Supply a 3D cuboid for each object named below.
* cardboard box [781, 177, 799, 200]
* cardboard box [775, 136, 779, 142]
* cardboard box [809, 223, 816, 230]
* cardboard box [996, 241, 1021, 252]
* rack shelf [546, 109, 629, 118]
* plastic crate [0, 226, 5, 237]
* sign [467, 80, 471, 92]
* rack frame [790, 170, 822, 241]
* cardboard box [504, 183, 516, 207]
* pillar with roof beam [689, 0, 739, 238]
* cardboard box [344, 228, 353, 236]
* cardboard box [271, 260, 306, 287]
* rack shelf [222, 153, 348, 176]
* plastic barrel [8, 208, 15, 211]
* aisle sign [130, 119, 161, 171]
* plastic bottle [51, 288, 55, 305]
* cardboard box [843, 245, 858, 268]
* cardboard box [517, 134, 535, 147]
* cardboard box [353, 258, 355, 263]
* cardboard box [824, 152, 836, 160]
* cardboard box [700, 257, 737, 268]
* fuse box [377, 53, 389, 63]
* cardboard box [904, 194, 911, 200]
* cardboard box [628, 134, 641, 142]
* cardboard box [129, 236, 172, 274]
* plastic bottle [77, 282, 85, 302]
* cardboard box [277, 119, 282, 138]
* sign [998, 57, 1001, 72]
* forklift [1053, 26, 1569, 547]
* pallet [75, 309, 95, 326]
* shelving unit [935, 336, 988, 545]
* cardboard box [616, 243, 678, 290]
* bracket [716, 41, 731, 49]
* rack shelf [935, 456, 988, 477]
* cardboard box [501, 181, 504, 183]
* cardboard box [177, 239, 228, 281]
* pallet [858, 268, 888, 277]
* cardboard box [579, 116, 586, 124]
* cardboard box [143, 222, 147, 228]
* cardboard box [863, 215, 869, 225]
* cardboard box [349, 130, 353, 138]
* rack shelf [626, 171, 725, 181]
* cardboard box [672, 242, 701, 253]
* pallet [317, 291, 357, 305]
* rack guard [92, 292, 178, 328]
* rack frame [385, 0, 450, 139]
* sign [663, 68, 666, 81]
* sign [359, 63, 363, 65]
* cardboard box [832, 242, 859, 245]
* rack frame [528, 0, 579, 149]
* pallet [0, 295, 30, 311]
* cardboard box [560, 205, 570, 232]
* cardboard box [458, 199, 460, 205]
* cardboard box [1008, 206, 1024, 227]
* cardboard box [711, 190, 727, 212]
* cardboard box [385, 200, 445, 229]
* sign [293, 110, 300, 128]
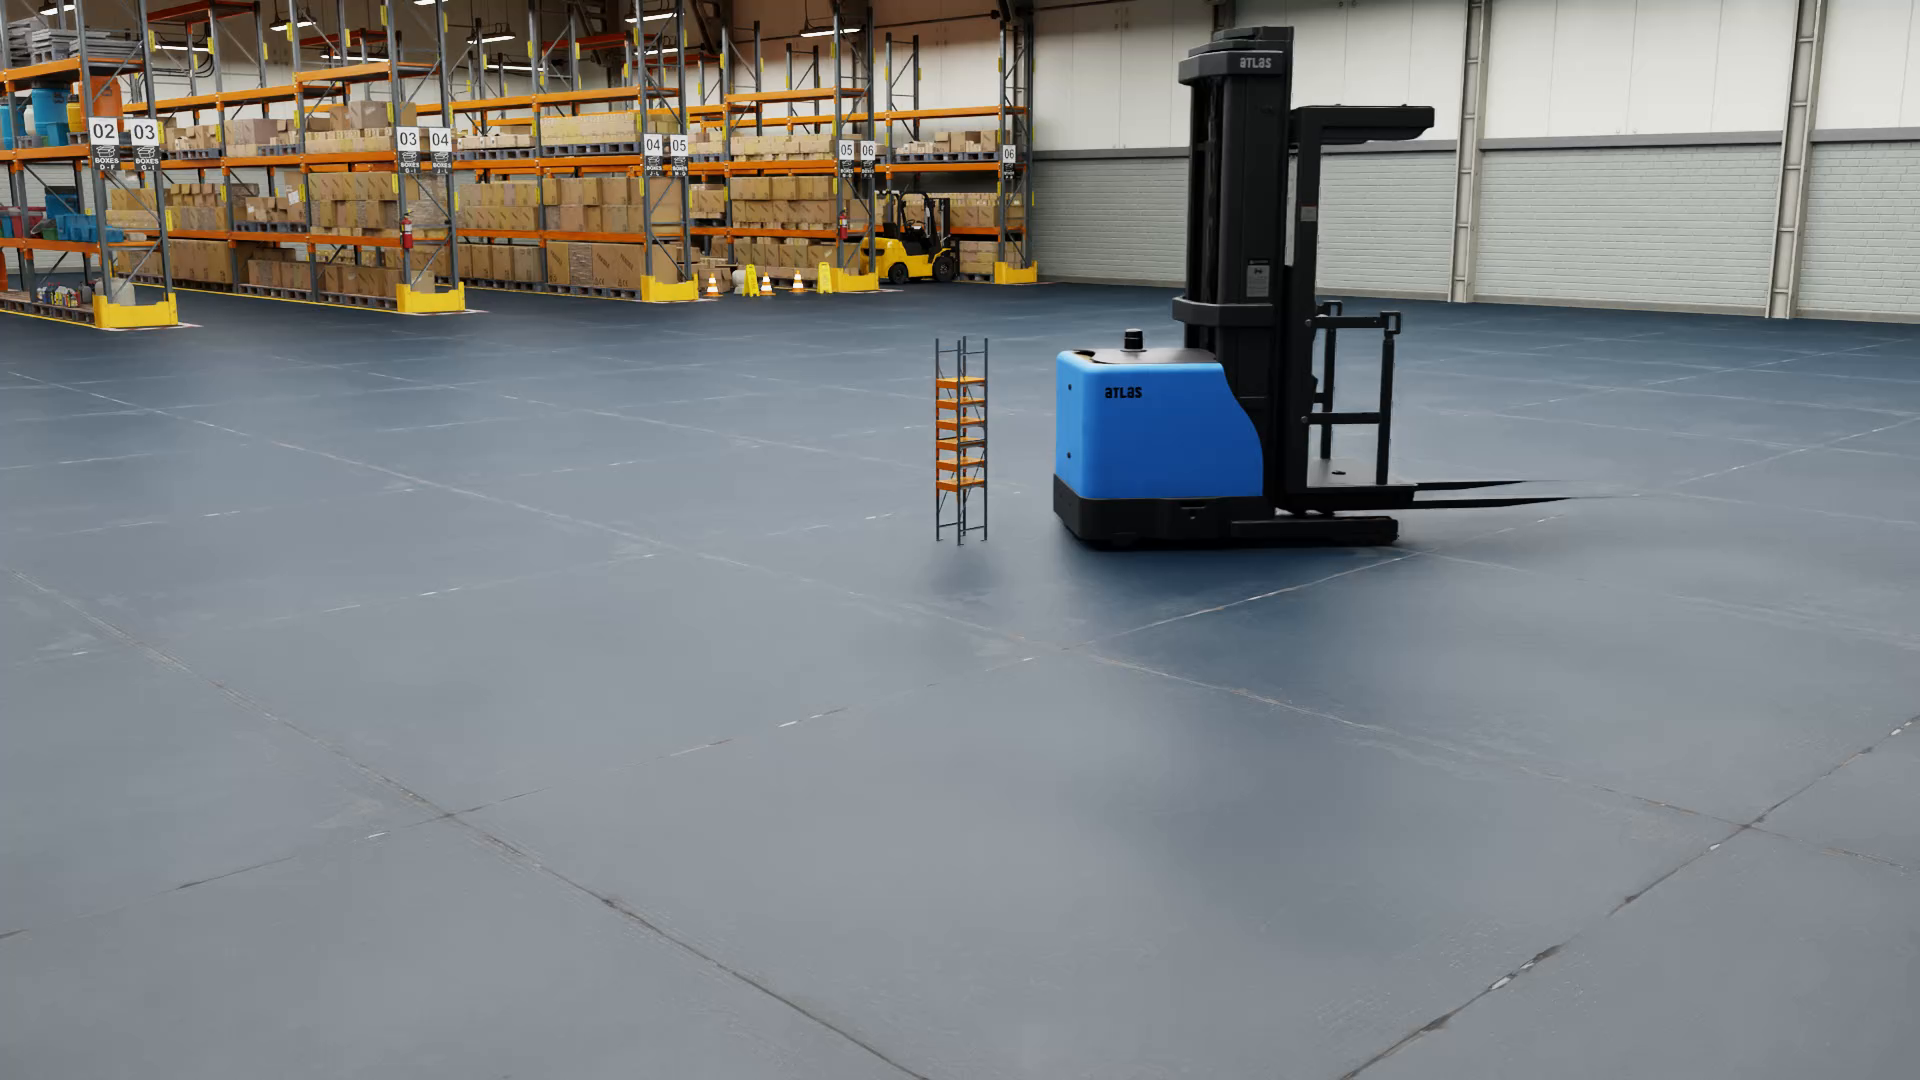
[{"bbox_3d":[-3.546,-7.812,36.934,0.700,0.500,0.500,-11,16,-43],"label":"cardboard box"},{"bbox_3d":[-3.913,-8.962,37.192,0.380,0.149,0.250,-10,16,-41],"label":"cardboard box"},{"bbox_3d":[-3.095,-6.912,36.652,0.380,0.149,0.250,-11,16,-44],"label":"cardboard box"},{"bbox_3d":[1.127,-7.086,40.168,0.500,0.250,0.500,-11,16,-43],"label":"cardboard box"},{"bbox_3d":[-9.171,-10.798,42.797,1.077,0.370,4.000,-11,16,-43],"label":"rack shelf"},{"bbox_3d":[-17.184,-5.572,30.050,0.450,0.188,0.662,-11,16,-43],"label":"plastic crate"},{"bbox_3d":[-13.720,-12.681,46.453,0.100,0.325,0.005,-11,16,-43],"label":"sign"},{"bbox_3d":[-4.202,-8.809,45.233,1.000,3.000,0.127,-11,16,-43],"label":"rack frame"},{"bbox_3d":[-9.590,-7.587,36.578,0.700,0.500,0.500,-11,16,-42],"label":"cardboard box"},{"bbox_3d":[-9.907,-11.958,45.652,9.100,9.000,0.548,-11,16,-43],"label":"pillar with roof beam"},{"bbox_3d":[-11.218,-5.738,30.952,0.380,0.149,0.250,-11,16,-43],"label":"cardboard box"},{"bbox_3d":[-13.691,-5.471,34.135,0.700,0.500,0.500,-9,15,-38],"label":"cardboard box"},{"bbox_3d":[-13.576,-7.560,33.523,1.077,0.370,4.000,-11,16,-43],"label":"rack shelf"},{"bbox_3d":[-17.675,-5.980,31.224,0.421,0.512,0.421,0,12,0],"label":"plastic barrel"},{"bbox_3d":[-12.753,-6.181,26.038,0.394,0.787,0.004,-11,16,-43],"label":"aisle sign"},{"bbox_3d":[-15.306,-4.113,28.085,0.061,0.283,0.133,-10,15,-40],"label":"plastic bottle"},{"bbox_3d":[-2.639,-6.335,37.140,0.500,0.500,0.500,11,16,43],"label":"cardboard box"},{"bbox_3d":[-9.141,-8.559,35.672,0.500,0.250,0.500,-11,16,-42],"label":"cardboard box"},{"bbox_3d":[-15.196,-7.111,42.282,0.380,0.149,0.250,-10,16,-41],"label":"cardboard box"},{"bbox_3d":[-2.714,-8.308,35.992,0.380,0.149,0.250,-11,16,-42],"label":"cardboard box"},{"bbox_3d":[-5.890,-6.632,40.139,0.950,0.372,0.625,-10,15,-39],"label":"cardboard box"},{"bbox_3d":[-17.390,-14.570,50.400,0.513,0.334,0.176,-11,16,-43],"label":"fuse box"},{"bbox_3d":[-1.176,-8.626,41.755,0.380,0.149,0.250,-11,16,-42],"label":"cardboard box"},{"bbox_3d":[-6.250,-7.846,32.462,0.380,0.149,0.250,-11,16,-43],"label":"cardboard box"},{"bbox_3d":[-19.354,-6.853,39.965,0.875,0.875,0.875,-11,16,-43],"label":"cardboard box"},{"bbox_3d":[-15.228,-4.306,28.850,0.144,0.351,0.185,-11,16,-43],"label":"plastic bottle"},{"bbox_3d":[-13.754,-8.316,33.921,0.500,0.500,0.500,-11,16,-42],"label":"cardboard box"},{"bbox_3d":[0.920,-11.002,38.501,0.100,0.325,0.005,-11,16,-43],"label":"sign"},{"bbox_3d":[2.139,-1.502,9.936,3.031,2.935,1.130,-1,12,-7],"label":"forklift"},{"bbox_3d":[-13.658,-3.636,27.035,1.003,0.211,1.213,-11,16,-43],"label":"pallet"},{"bbox_3d":[0.010,-0.586,9.780,0.258,1.200,0.189,-11,16,-43],"label":"shelving unit"},{"bbox_3d":[-6.292,-5.499,33.394,0.875,0.875,0.875,-11,16,-42],"label":"cardboard box"},{"bbox_3d":[-6.764,-14.211,47.666,0.235,0.232,0.430,-11,16,-43],"label":"bracket"},{"bbox_3d":[0.010,-0.424,9.813,0.258,0.103,0.180,-11,16,-43],"label":"rack shelf"},{"bbox_3d":[-12.526,-9.901,46.201,0.380,0.149,0.250,-11,16,-42],"label":"cardboard box"},{"bbox_3d":[-16.645,-6.263,37.103,0.875,0.875,1.225,11,16,43],"label":"cardboard box"},{"bbox_3d":[-1.977,-6.961,43.176,1.003,0.211,1.213,-11,16,-43],"label":"pallet"},{"bbox_3d":[-7.482,-8.497,33.644,0.380,0.149,0.250,-11,16,-43],"label":"cardboard box"},{"bbox_3d":[-18.700,-7.307,38.569,0.380,0.149,0.250,-11,16,-42],"label":"cardboard box"},{"bbox_3d":[-2.328,-8.261,42.947,0.500,0.250,0.500,-11,16,-43],"label":"cardboard box"},{"bbox_3d":[-10.899,-7.393,30.313,0.250,0.149,0.380,11,16,42],"label":"cardboard box"},{"bbox_3d":[-8.346,-10.801,49.253,1.077,0.370,4.000,-11,16,-43],"label":"rack shelf"},{"bbox_3d":[-8.094,-8.573,49.245,0.500,0.500,0.700,11,16,43],"label":"cardboard box"},{"bbox_3d":[-11.705,-4.693,32.166,1.003,0.211,1.213,-11,16,-43],"label":"pallet"},{"bbox_3d":[-13.101,-3.658,26.427,1.175,0.500,0.348,-11,16,-43],"label":"rack guard"},{"bbox_3d":[-9.433,-8.506,28.897,1.000,3.000,0.127,-11,16,-43],"label":"rack frame"},{"bbox_3d":[-7.404,-11.628,41.539,0.100,0.325,0.005,-11,16,-43],"label":"sign"},{"bbox_3d":[-14.468,-11.357,40.225,0.100,0.325,0.005,-11,16,-43],"label":"sign"},{"bbox_3d":[-2.859,-7.566,44.044,0.625,0.625,0.875,11,16,43],"label":"cardboard box"},{"bbox_3d":[-8.538,-9.766,35.014,1.000,3.000,0.127,-11,16,-43],"label":"rack frame"},{"bbox_3d":[-17.194,-4.383,30.662,1.003,0.211,1.213,-11,16,-43],"label":"pallet"},{"bbox_3d":[-7.878,-6.772,34.977,0.875,0.550,0.550,-11,16,-43],"label":"cardboard box"},{"bbox_3d":[-11.482,-7.881,38.837,0.380,0.149,0.250,-11,16,-42],"label":"cardboard box"},{"bbox_3d":[1.181,-7.801,40.094,0.500,0.500,0.500,-10,15,-41],"label":"cardboard box"},{"bbox_3d":[-5.512,-7.968,39.129,0.500,0.500,0.500,-11,16,-44],"label":"cardboard box"},{"bbox_3d":[-9.792,-5.847,29.871,0.875,0.500,0.500,-11,16,-43],"label":"cardboard box"},{"bbox_3d":[-12.594,-7.989,31.564,0.100,0.325,0.005,-11,16,-43],"label":"sign"}]
